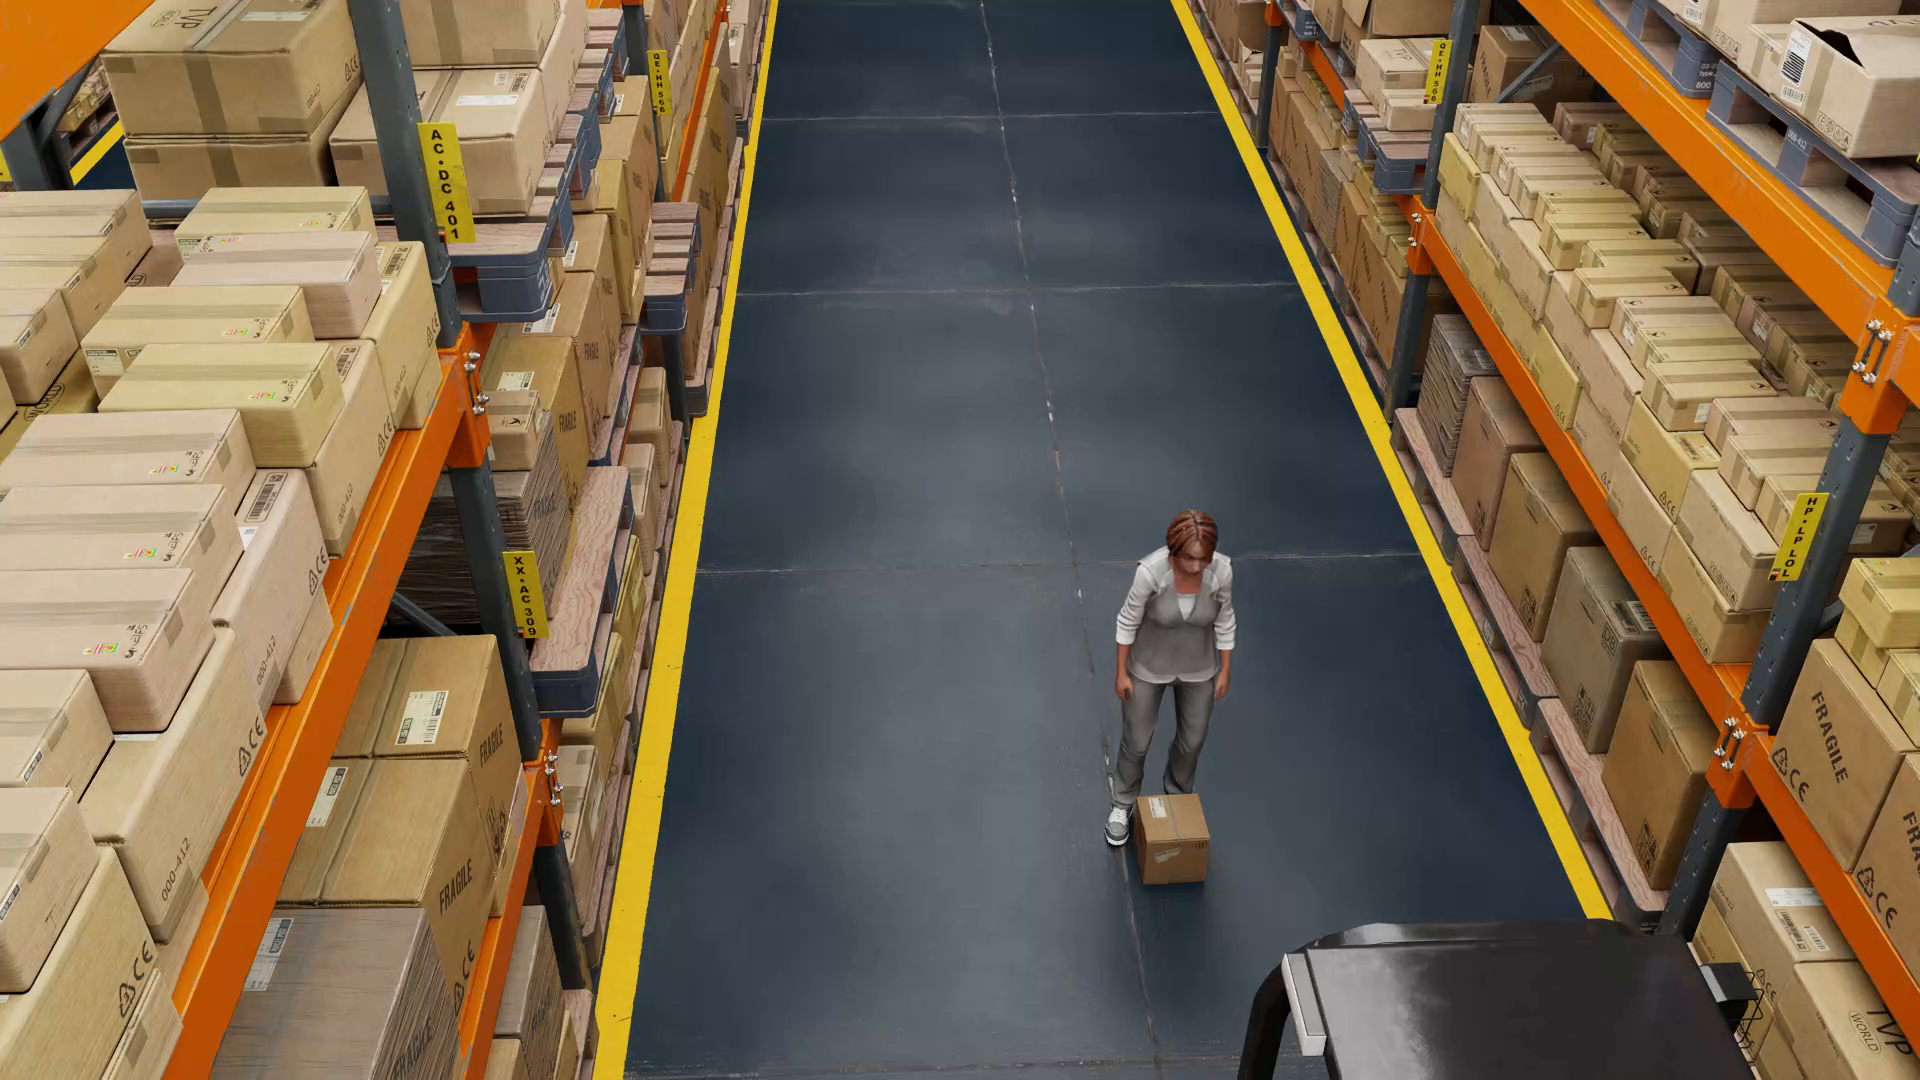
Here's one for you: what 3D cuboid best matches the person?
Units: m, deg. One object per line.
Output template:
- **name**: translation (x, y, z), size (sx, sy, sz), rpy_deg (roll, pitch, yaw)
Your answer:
- **person**: translation (0.826, 0.521, 6.477), size (0.467, 1.592, 0.349), rpy_deg (-2, 36, -3)
